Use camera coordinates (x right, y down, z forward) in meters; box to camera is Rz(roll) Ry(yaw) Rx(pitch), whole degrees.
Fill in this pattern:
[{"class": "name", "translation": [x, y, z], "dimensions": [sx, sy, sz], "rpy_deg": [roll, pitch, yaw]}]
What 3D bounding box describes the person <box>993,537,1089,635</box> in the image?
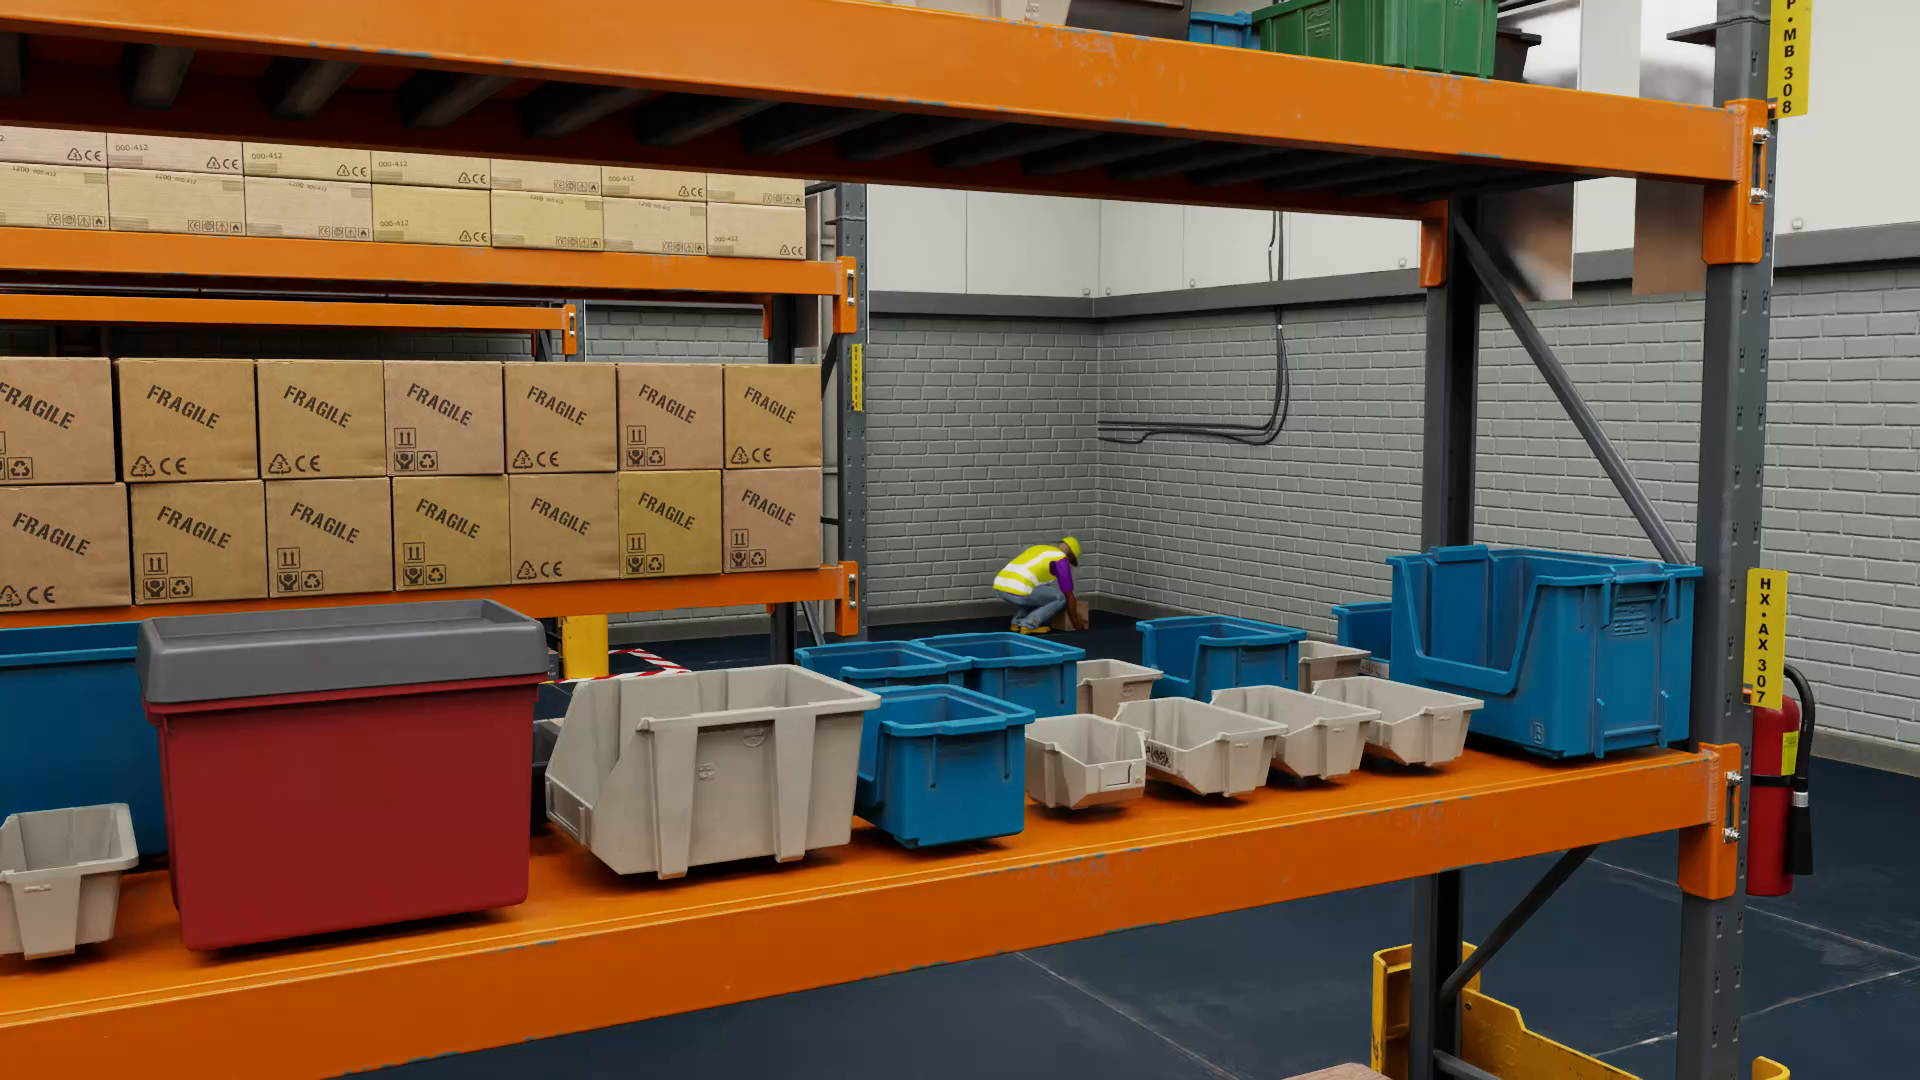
[{"class": "person", "translation": [0.728, 0.436, 15.216], "dimensions": [0.905, 0.894, 0.558], "rpy_deg": [-3, 6, -29]}]
